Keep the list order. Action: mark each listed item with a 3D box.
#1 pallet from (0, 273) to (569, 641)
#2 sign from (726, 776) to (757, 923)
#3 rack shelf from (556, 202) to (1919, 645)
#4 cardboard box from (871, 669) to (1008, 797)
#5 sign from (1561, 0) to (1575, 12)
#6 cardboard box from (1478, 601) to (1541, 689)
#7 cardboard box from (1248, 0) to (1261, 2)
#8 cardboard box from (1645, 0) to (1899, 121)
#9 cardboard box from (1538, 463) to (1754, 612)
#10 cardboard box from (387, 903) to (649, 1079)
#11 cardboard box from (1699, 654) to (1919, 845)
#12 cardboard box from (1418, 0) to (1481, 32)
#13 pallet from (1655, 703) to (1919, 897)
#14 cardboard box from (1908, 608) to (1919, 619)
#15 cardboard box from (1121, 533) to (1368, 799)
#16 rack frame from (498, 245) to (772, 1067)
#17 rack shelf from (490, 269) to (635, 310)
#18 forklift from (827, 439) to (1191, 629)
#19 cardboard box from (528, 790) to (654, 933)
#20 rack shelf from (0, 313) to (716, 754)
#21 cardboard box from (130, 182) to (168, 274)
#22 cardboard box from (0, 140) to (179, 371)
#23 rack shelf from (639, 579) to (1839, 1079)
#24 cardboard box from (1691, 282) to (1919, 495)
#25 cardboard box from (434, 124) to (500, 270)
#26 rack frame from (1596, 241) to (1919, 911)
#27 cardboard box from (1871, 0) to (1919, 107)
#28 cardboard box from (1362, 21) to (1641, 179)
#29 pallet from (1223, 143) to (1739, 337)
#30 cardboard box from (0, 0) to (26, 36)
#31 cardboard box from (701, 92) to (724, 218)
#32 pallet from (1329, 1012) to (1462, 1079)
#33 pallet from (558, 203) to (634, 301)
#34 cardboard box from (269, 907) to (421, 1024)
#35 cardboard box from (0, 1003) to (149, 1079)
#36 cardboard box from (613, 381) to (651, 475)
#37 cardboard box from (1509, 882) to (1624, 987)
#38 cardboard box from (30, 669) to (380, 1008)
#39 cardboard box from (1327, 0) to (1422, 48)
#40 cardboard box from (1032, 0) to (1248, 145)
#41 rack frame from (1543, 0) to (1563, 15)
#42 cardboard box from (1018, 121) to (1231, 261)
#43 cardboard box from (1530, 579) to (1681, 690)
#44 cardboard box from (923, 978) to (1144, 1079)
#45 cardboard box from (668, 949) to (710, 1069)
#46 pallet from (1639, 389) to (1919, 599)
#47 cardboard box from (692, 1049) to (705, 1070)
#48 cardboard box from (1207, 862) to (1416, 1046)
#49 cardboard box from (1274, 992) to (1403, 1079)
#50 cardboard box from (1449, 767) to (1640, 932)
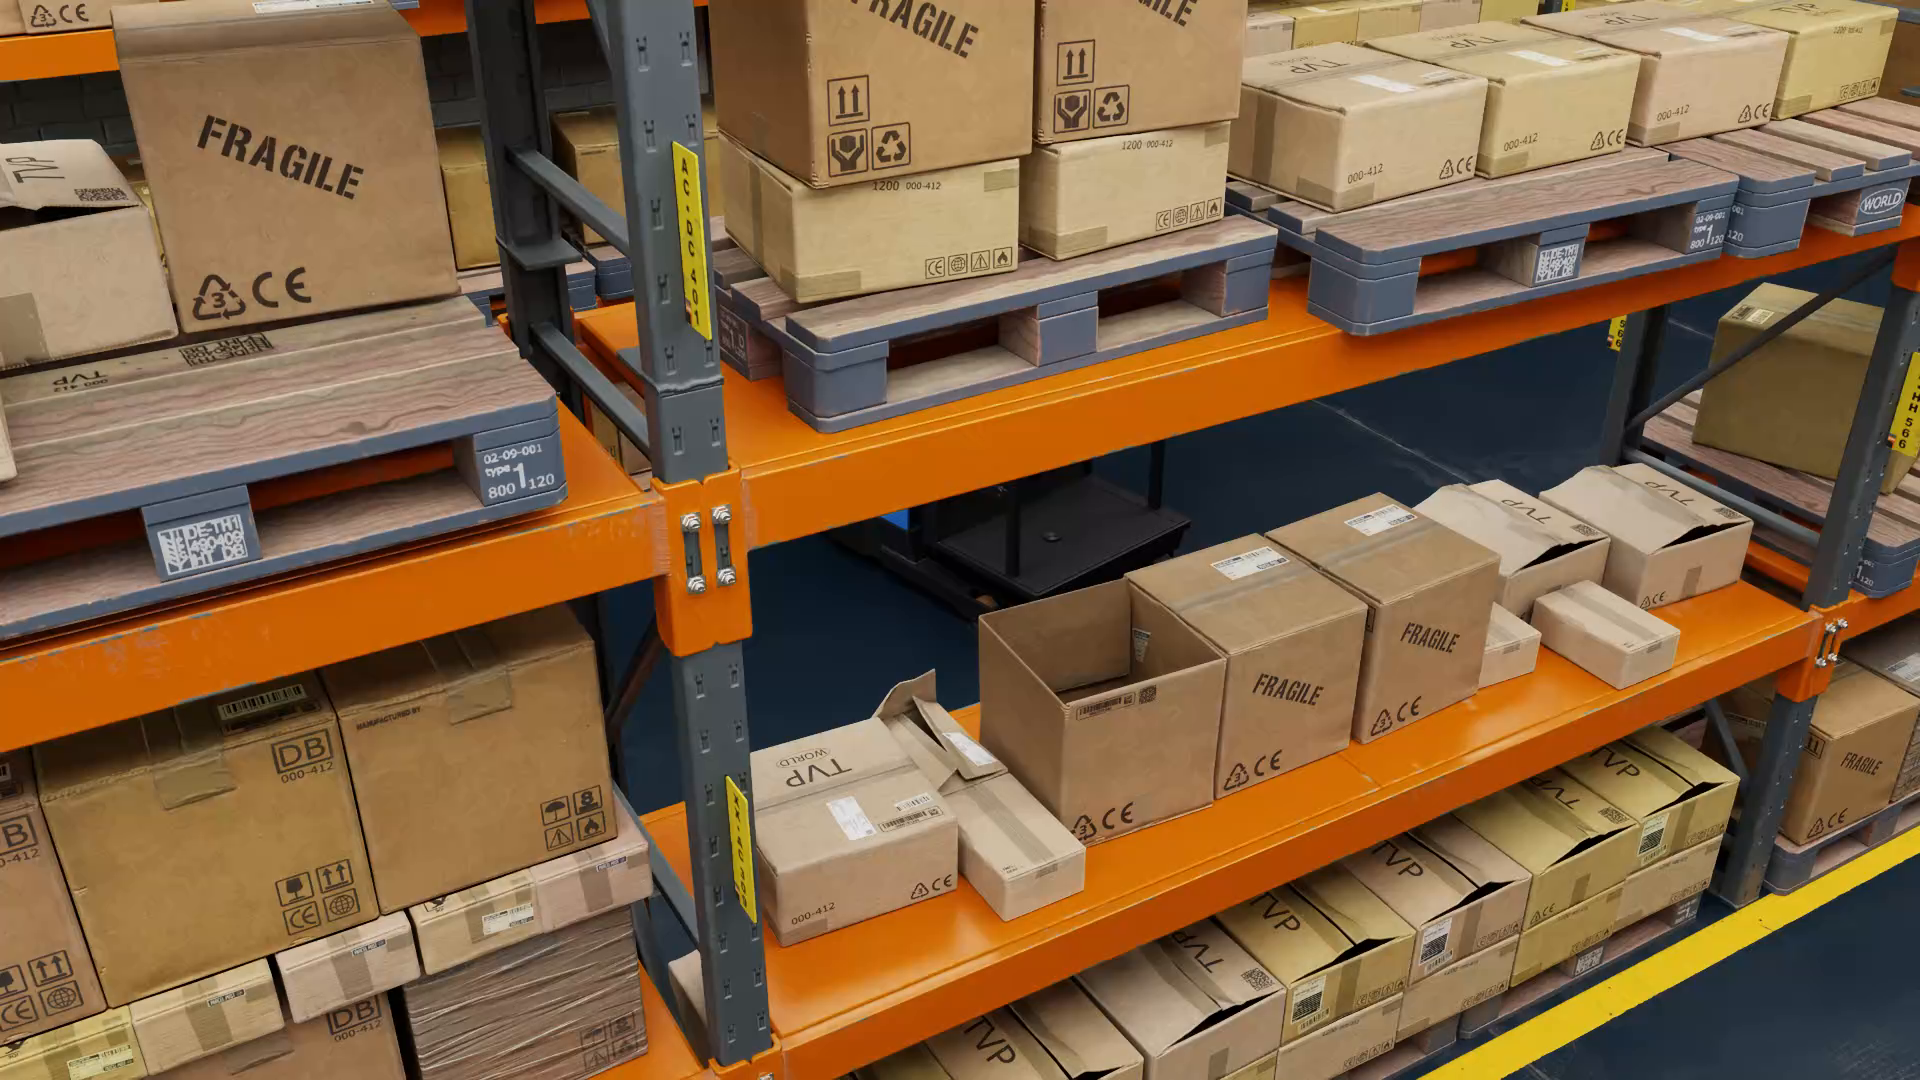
[{"bbox_3d":[-1.463,-0.221,3.033,1.213,0.211,1.003,-16,33,-26],"label":"pallet"},{"bbox_3d":[-0.458,0.651,3.487,0.005,0.325,0.100,-16,33,-26],"label":"sign"},{"bbox_3d":[0.984,-0.654,4.470,4.000,0.370,1.077,-16,33,-26],"label":"rack shelf"},{"bbox_3d":[-0.076,0.601,4.695,0.258,0.266,0.396,-17,33,-28],"label":"cardboard box"},{"bbox_3d":[3.927,-3.435,10.754,0.005,0.325,0.100,-16,33,-26],"label":"sign"},{"bbox_3d":[1.637,0.301,5.361,0.250,0.149,0.380,-13,32,-23],"label":"cardboard box"},{"bbox_3d":[1.786,-3.312,10.439,0.500,0.250,0.500,-17,33,-27],"label":"cardboard box"},{"bbox_3d":[2.345,-1.442,4.874,0.500,0.250,0.500,-19,34,-30],"label":"cardboard box"},{"bbox_3d":[2.372,-0.035,5.801,0.500,0.311,0.500,-14,32,-23],"label":"cardboard box"},{"bbox_3d":[-1.120,0.902,3.908,0.500,0.500,0.700,-17,33,-28],"label":"cardboard box"},{"bbox_3d":[3.245,0.764,6.392,0.500,0.500,0.500,-14,32,-24],"label":"cardboard box"},{"bbox_3d":[2.925,-3.356,10.518,0.500,0.250,0.500,-15,32,-25],"label":"cardboard box"},{"bbox_3d":[3.371,0.909,6.885,1.213,0.211,1.003,-16,33,-26],"label":"pallet"},{"bbox_3d":[4.129,0.513,6.847,0.500,0.500,0.500,-16,33,-27],"label":"cardboard box"},{"bbox_3d":[0.816,0.358,4.894,0.500,0.500,0.500,-16,33,-26],"label":"cardboard box"},{"bbox_3d":[-0.741,0.834,4.134,0.127,3.000,1.000,-16,33,-26],"label":"rack frame"},{"bbox_3d":[-1.529,-1.403,8.933,4.000,0.370,1.077,-16,33,-26],"label":"rack shelf"},{"bbox_3d":[0.425,-1.061,7.639,1.130,2.935,3.031,-24,37,-36],"label":"forklift"},{"bbox_3d":[-0.867,0.662,3.671,0.250,0.149,0.380,-16,33,-26],"label":"cardboard box"},{"bbox_3d":[-2.465,0.325,2.696,4.000,0.370,1.077,-16,33,-26],"label":"rack shelf"},{"bbox_3d":[-3.505,-1.255,7.279,0.500,0.500,0.500,-16,33,-26],"label":"cardboard box"},{"bbox_3d":[-1.774,-0.540,3.032,0.500,0.311,0.500,-18,34,-29],"label":"cardboard box"},{"bbox_3d":[0.984,0.660,5.195,4.000,0.370,1.077,-16,33,-26],"label":"rack shelf"},{"bbox_3d":[3.194,-0.574,6.147,0.700,0.500,0.500,22,36,34],"label":"cardboard box"},{"bbox_3d":[-2.312,-1.709,8.184,0.500,0.500,0.700,-12,31,-21],"label":"cardboard box"},{"bbox_3d":[2.708,-0.145,5.908,0.127,3.000,1.000,-16,33,-26],"label":"rack frame"},{"bbox_3d":[3.067,-1.623,5.378,0.500,0.500,0.910,-16,33,-26],"label":"cardboard box"},{"bbox_3d":[1.403,-1.171,4.383,0.500,0.250,0.500,-17,33,-27],"label":"cardboard box"},{"bbox_3d":[1.205,-0.897,4.362,1.213,0.211,1.003,-14,32,-24],"label":"pallet"},{"bbox_3d":[-4.006,-2.249,6.493,0.500,0.500,0.500,-19,34,-30],"label":"cardboard box"},{"bbox_3d":[-1.268,-2.011,8.730,0.500,0.500,0.700,-16,33,-26],"label":"cardboard box"},{"bbox_3d":[0.928,1.558,5.709,1.213,0.211,1.003,-16,33,-26],"label":"pallet"},{"bbox_3d":[-1.491,-1.622,8.783,1.213,0.211,1.003,-16,33,-26],"label":"pallet"},{"bbox_3d":[-1.305,0.787,3.445,0.250,0.149,0.380,-17,33,-28],"label":"cardboard box"},{"bbox_3d":[-1.745,0.911,3.221,0.250,0.149,0.380,-16,33,-27],"label":"cardboard box"},{"bbox_3d":[-1.747,-0.769,9.171,0.500,0.500,0.700,-15,32,-26],"label":"cardboard box"},{"bbox_3d":[1.935,1.233,5.822,0.500,0.250,0.500,-16,33,-27],"label":"cardboard box"},{"bbox_3d":[-1.555,0.458,3.370,0.500,0.500,0.700,-16,33,-26],"label":"cardboard box"},{"bbox_3d":[2.485,-3.231,10.292,0.500,0.250,0.500,-15,32,-25],"label":"cardboard box"},{"bbox_3d":[0.290,-1.209,3.677,0.500,0.500,0.500,-13,31,-22],"label":"cardboard box"},{"bbox_3d":[3.644,-3.187,11.420,0.127,3.000,1.000,-16,33,-26],"label":"rack frame"},{"bbox_3d":[0.267,-0.880,3.856,0.500,0.250,0.500,-19,34,-31],"label":"cardboard box"},{"bbox_3d":[2.072,0.300,5.361,0.250,0.149,0.380,-16,33,-26],"label":"cardboard box"},{"bbox_3d":[0.176,1.491,4.775,0.500,0.311,0.500,-16,33,-27],"label":"cardboard box"},{"bbox_3d":[-0.537,1.390,4.957,0.500,0.311,0.500,-16,33,-26],"label":"cardboard box"},{"bbox_3d":[3.257,-0.256,6.308,1.003,0.211,1.213,-16,33,-26],"label":"pallet"},{"bbox_3d":[-0.530,1.632,5.100,0.500,0.250,0.500,-16,33,-27],"label":"cardboard box"},{"bbox_3d":[1.066,1.234,5.240,0.500,0.311,0.500,-15,32,-25],"label":"cardboard box"},{"bbox_3d":[1.058,1.482,5.371,0.500,0.250,0.500,-15,32,-25],"label":"cardboard box"},{"bbox_3d":[1.936,0.990,5.682,0.500,0.311,0.500,-16,33,-27],"label":"cardboard box"}]
